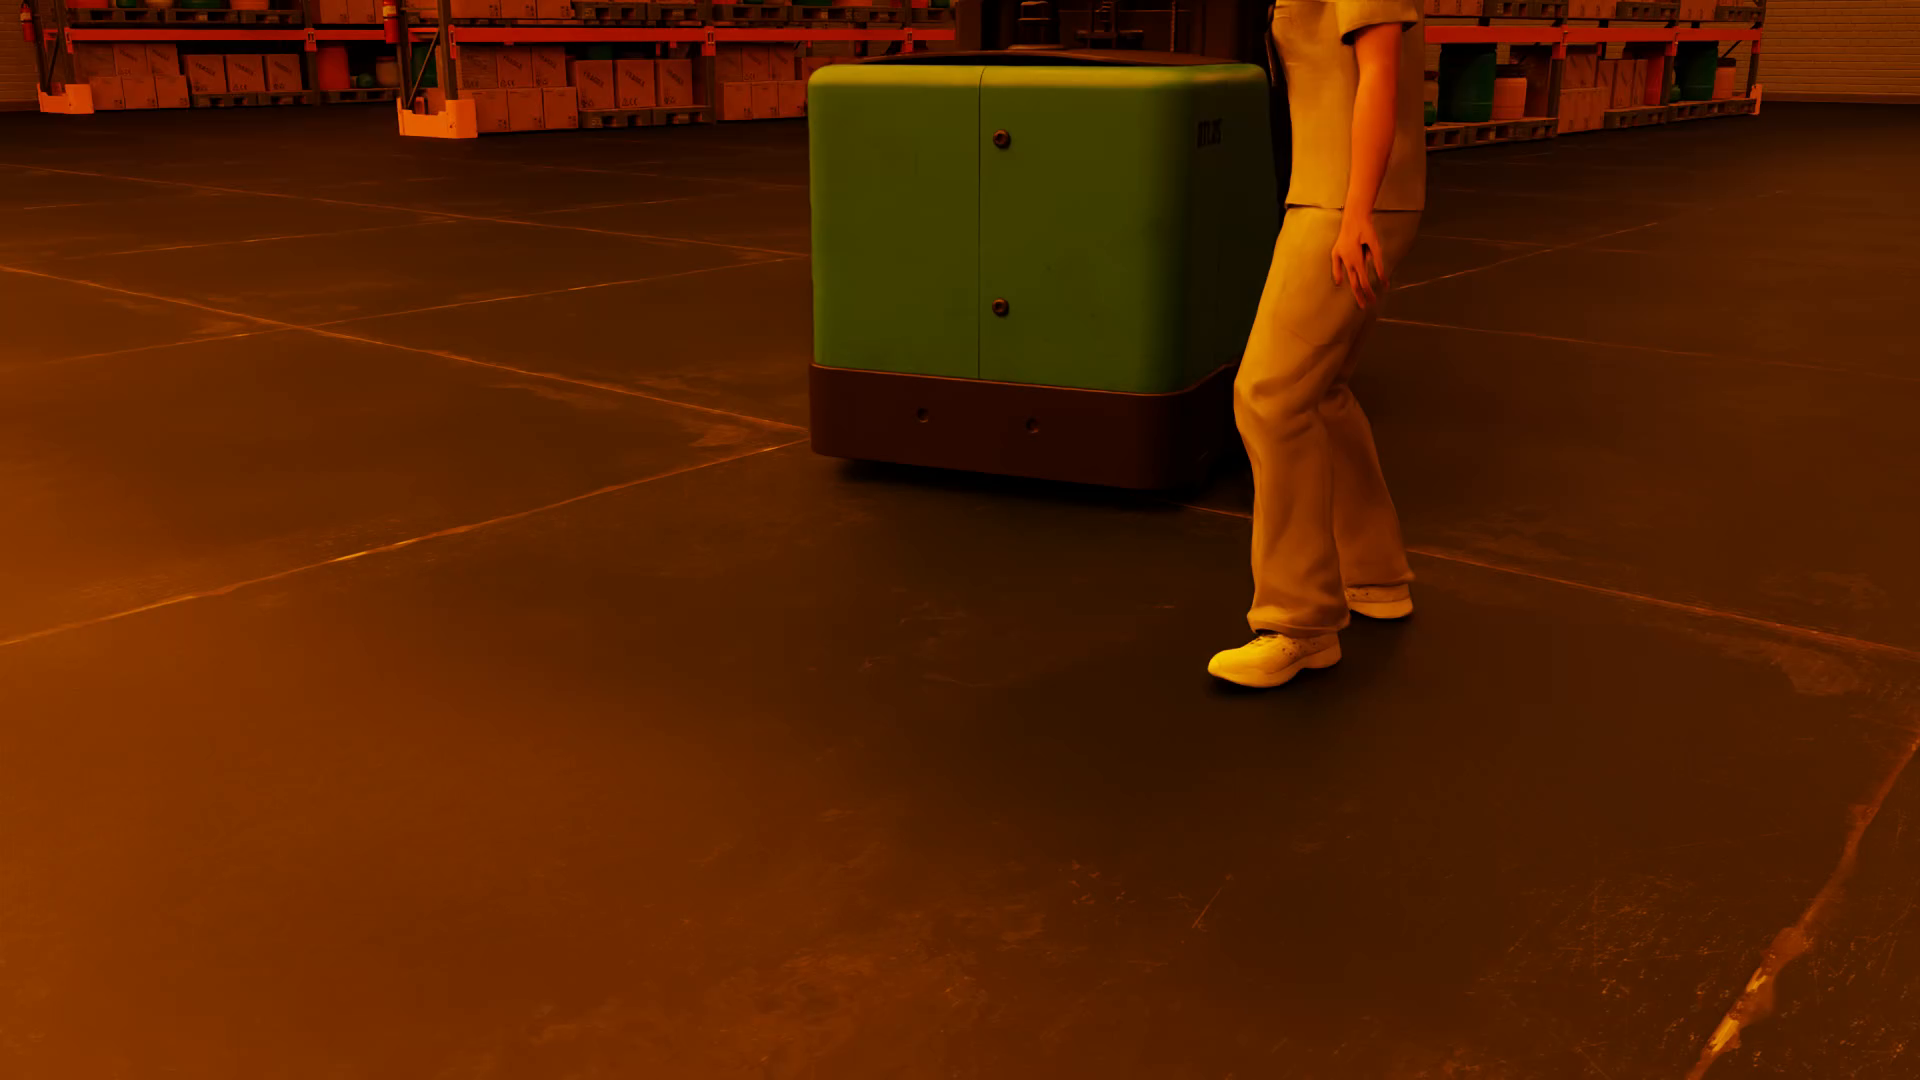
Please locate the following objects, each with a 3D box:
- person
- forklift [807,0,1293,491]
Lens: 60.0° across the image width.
[{"bbox_3d":[0.718,-0.598,3.106,0.376,1.646,0.780,4,17,13],"label":"person"},{"bbox_3d":[0.647,-1.910,5.187,1.130,2.935,3.031,7,18,22],"label":"forklift"}]
